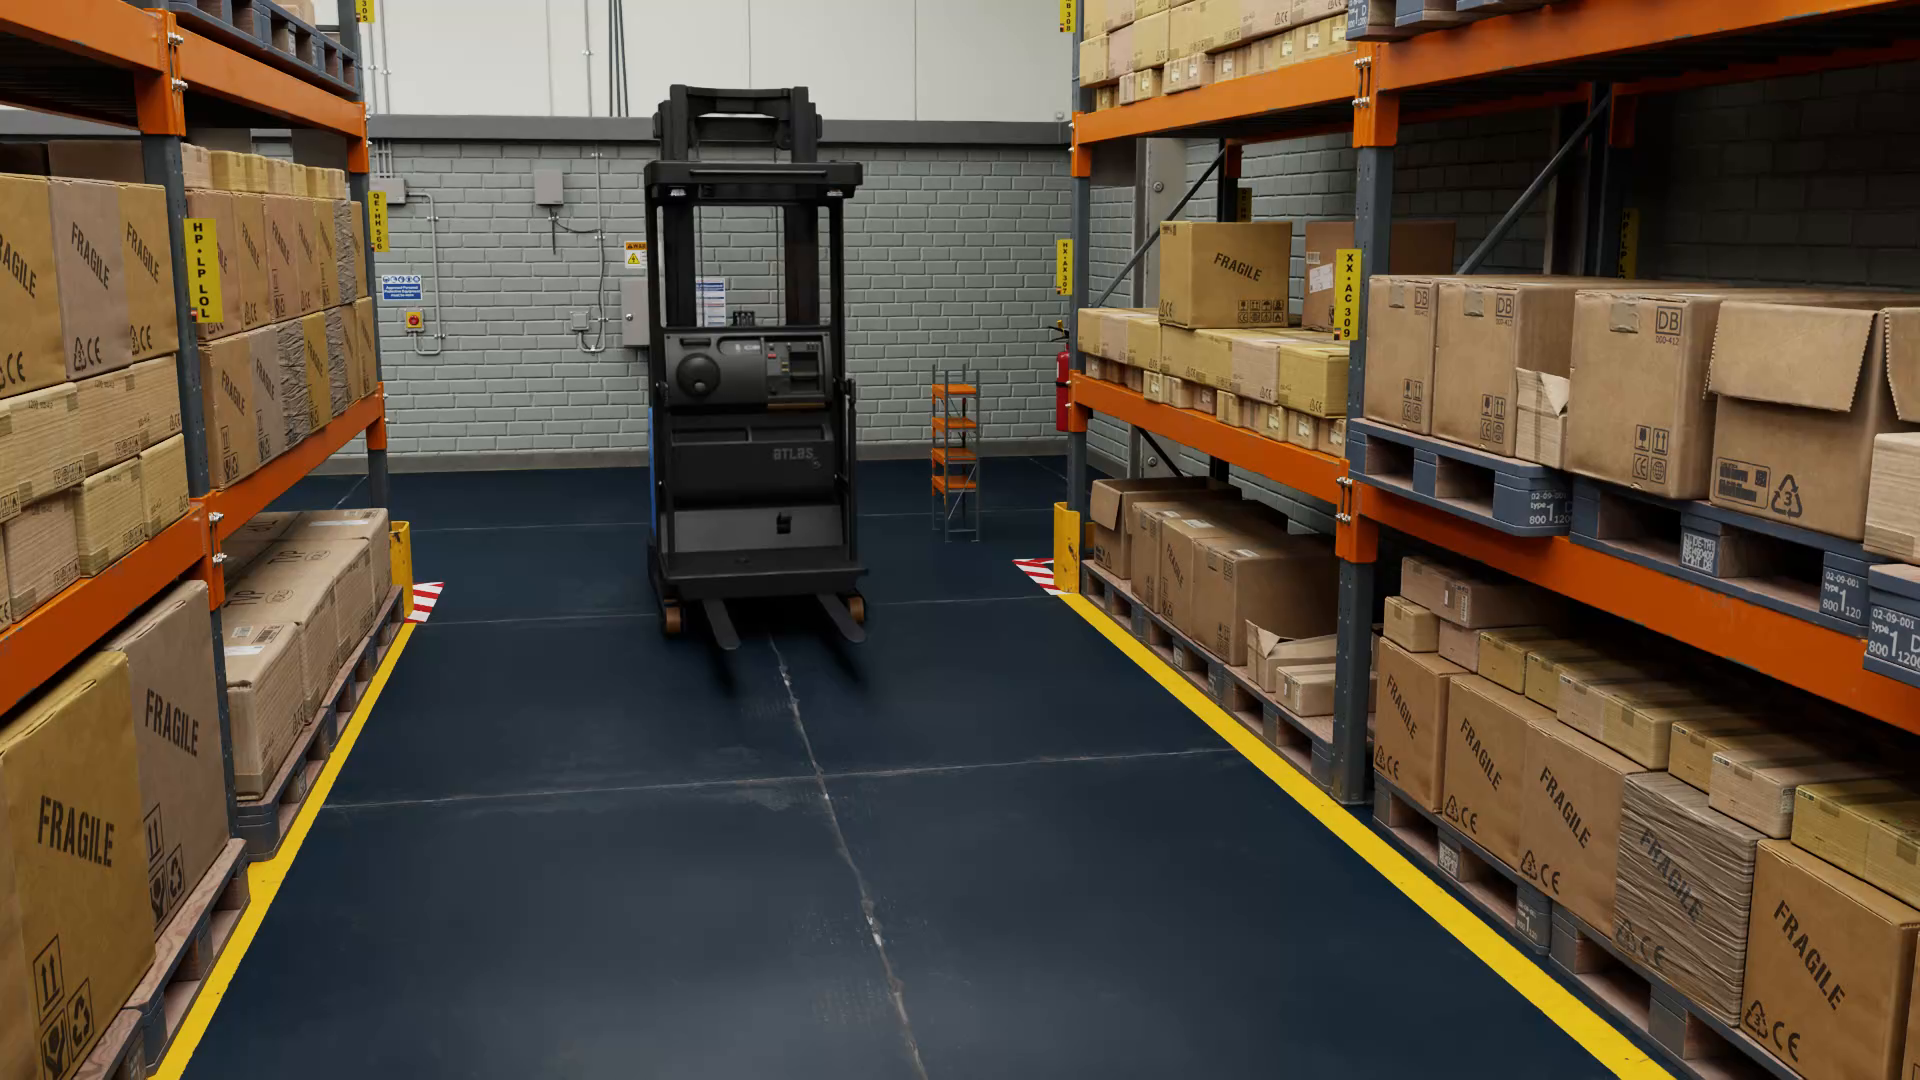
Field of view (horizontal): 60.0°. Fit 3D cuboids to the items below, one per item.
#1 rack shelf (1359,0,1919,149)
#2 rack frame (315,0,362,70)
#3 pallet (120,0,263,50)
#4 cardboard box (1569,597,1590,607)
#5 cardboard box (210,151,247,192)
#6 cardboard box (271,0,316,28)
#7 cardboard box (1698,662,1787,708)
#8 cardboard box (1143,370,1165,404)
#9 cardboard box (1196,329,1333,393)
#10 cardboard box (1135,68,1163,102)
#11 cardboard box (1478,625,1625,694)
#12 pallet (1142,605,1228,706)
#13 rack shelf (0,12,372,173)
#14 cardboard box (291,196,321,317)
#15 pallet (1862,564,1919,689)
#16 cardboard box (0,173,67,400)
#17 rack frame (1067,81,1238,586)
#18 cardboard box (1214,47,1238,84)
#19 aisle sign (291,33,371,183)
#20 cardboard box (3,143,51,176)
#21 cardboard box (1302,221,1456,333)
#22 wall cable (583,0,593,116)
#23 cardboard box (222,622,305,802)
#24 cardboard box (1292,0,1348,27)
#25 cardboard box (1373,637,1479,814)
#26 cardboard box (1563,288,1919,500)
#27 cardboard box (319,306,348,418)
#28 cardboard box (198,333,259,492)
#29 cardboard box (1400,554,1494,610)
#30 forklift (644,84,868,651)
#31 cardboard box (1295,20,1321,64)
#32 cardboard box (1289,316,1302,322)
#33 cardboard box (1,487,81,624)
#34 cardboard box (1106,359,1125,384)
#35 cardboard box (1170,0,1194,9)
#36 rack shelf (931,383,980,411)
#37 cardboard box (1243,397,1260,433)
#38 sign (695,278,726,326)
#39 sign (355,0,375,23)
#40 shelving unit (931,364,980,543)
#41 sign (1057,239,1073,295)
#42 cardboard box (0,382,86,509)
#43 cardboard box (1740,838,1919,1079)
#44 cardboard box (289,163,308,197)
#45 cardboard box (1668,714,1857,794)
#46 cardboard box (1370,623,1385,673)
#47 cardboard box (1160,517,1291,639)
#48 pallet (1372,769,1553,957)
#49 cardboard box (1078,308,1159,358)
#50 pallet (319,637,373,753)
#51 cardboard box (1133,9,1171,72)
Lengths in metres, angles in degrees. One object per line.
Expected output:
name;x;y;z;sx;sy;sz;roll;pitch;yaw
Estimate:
rack shelf;2.325;-1.236;4.070;1.077;0.370;4.000;-2;11;-11
rack frame;-3.710;-3.982;8.552;1.000;3.000;0.127;-2;11;-11
pallet;-3.081;-1.882;5.777;1.003;0.211;1.213;-2;11;-11
cardboard box;2.290;0.277;6.045;0.380;0.149;0.250;-3;11;-13
cardboard box;-2.884;-1.367;6.182;0.380;0.149;0.250;-2;11;-11
cardboard box;-3.534;-2.611;8.382;0.500;0.250;0.500;-3;11;-16
cardboard box;2.479;0.468;5.042;0.380;0.149;0.250;-2;11;-9
cardboard box;1.155;-0.785;8.468;0.380;0.149;0.250;-2;11;-13
cardboard box;1.402;-0.823;7.604;0.500;0.250;0.500;-2;11;-11
cardboard box;1.107;-2.308;8.448;0.380;0.149;0.250;-2;11;-11
cardboard box;1.936;0.390;5.451;0.380;0.149;0.250;-3;11;-14
pallet;1.563;0.537;8.311;1.003;0.211;1.213;-2;11;-11
rack shelf;-3.321;-1.789;6.973;1.077;0.370;4.000;-2;11;-11
cardboard box;-3.063;-1.218;7.131;0.500;0.500;0.500;-2;11;-11
pallet;2.513;0.223;3.014;1.213;0.211;1.003;-2;11;-11
cardboard box;-2.412;-0.581;3.784;0.500;0.500;0.500;-2;11;-9
rack frame;1.158;-1.216;10.065;1.000;3.000;0.127;-2;11;-11
cardboard box;1.366;-2.124;7.483;0.380;0.149;0.250;-2;11;-10
aisle sign;-3.420;-2.337;8.999;0.394;0.787;0.004;-2;11;-11
cardboard box;-3.249;-1.258;5.606;0.380;0.149;0.250;-2;11;-10
cardboard box;1.907;-1.206;7.613;0.500;0.500;0.500;-2;11;-13
wall cable;-4.354;-5.042;14.121;2.355;3.000;0.029;-2;11;-11
cardboard box;-2.949;0.632;6.084;0.875;0.438;0.875;-2;11;-12
cardboard box;1.597;-2.108;6.334;0.500;0.250;0.500;-2;11;-11
cardboard box;1.809;0.636;5.896;0.500;0.500;0.500;-2;11;-9
cardboard box;2.064;-0.402;4.398;0.700;0.500;0.500;-2;11;-11
cardboard box;-3.164;-0.819;7.709;0.500;0.500;0.500;-2;11;-9
cardboard box;-2.767;-0.446;5.752;0.500;0.500;0.500;-2;11;-9
cardboard box;1.804;0.147;5.932;0.380;0.149;0.250;-2;11;-12
forklift;-1.130;-0.997;9.096;1.130;2.935;3.031;-3;11;-13
cardboard box;1.532;-1.933;6.480;0.380;0.149;0.250;-2;11;-11
cardboard box;1.699;-1.029;8.684;0.500;0.250;0.500;-2;11;-9
cardboard box;-2.420;0.032;3.908;0.500;0.250;0.500;-2;11;-13
cardboard box;1.048;-0.978;9.483;0.380;0.149;0.250;-2;11;-10
cardboard box;1.299;-2.639;7.784;0.500;0.250;0.500;-2;11;-9
rack shelf;-0.032;-1.006;11.670;0.258;0.148;0.480;-2;11;-11
cardboard box;1.456;-0.552;7.244;0.380;0.149;0.250;-2;11;-10
sign;-2.297;-2.127;15.106;0.329;0.494;0.001;-2;11;-11
sign;-3.175;-2.922;8.848;0.100;0.325;0.005;-2;11;-11
shelving unit;-0.032;-0.620;11.744;0.258;1.200;0.503;-2;11;-11
sign;0.626;-1.622;9.880;0.100;0.325;0.005;-2;11;-11
cardboard box;-2.397;-0.215;3.869;0.500;0.250;0.500;-2;11;-10
cardboard box;2.229;1.015;3.905;0.500;0.500;0.500;-2;11;-9
cardboard box;-3.142;-1.604;7.423;0.380;0.149;0.250;-2;11;-10
cardboard box;2.141;0.581;4.447;0.380;0.149;0.250;-2;11;-11
cardboard box;2.039;0.502;7.105;0.500;0.311;0.500;-2;11;-9
cardboard box;1.317;0.180;8.292;0.500;0.500;0.500;-2;11;-10
pallet;2.131;1.035;5.695;1.003;0.211;1.213;-2;11;-11
cardboard box;0.982;-1.196;9.563;0.500;0.250;0.500;-2;11;-11
pallet;-3.244;0.702;7.445;1.003;0.211;1.213;-2;11;-11
cardboard box;1.183;-2.484;8.310;0.500;0.250;0.500;-2;11;-13
